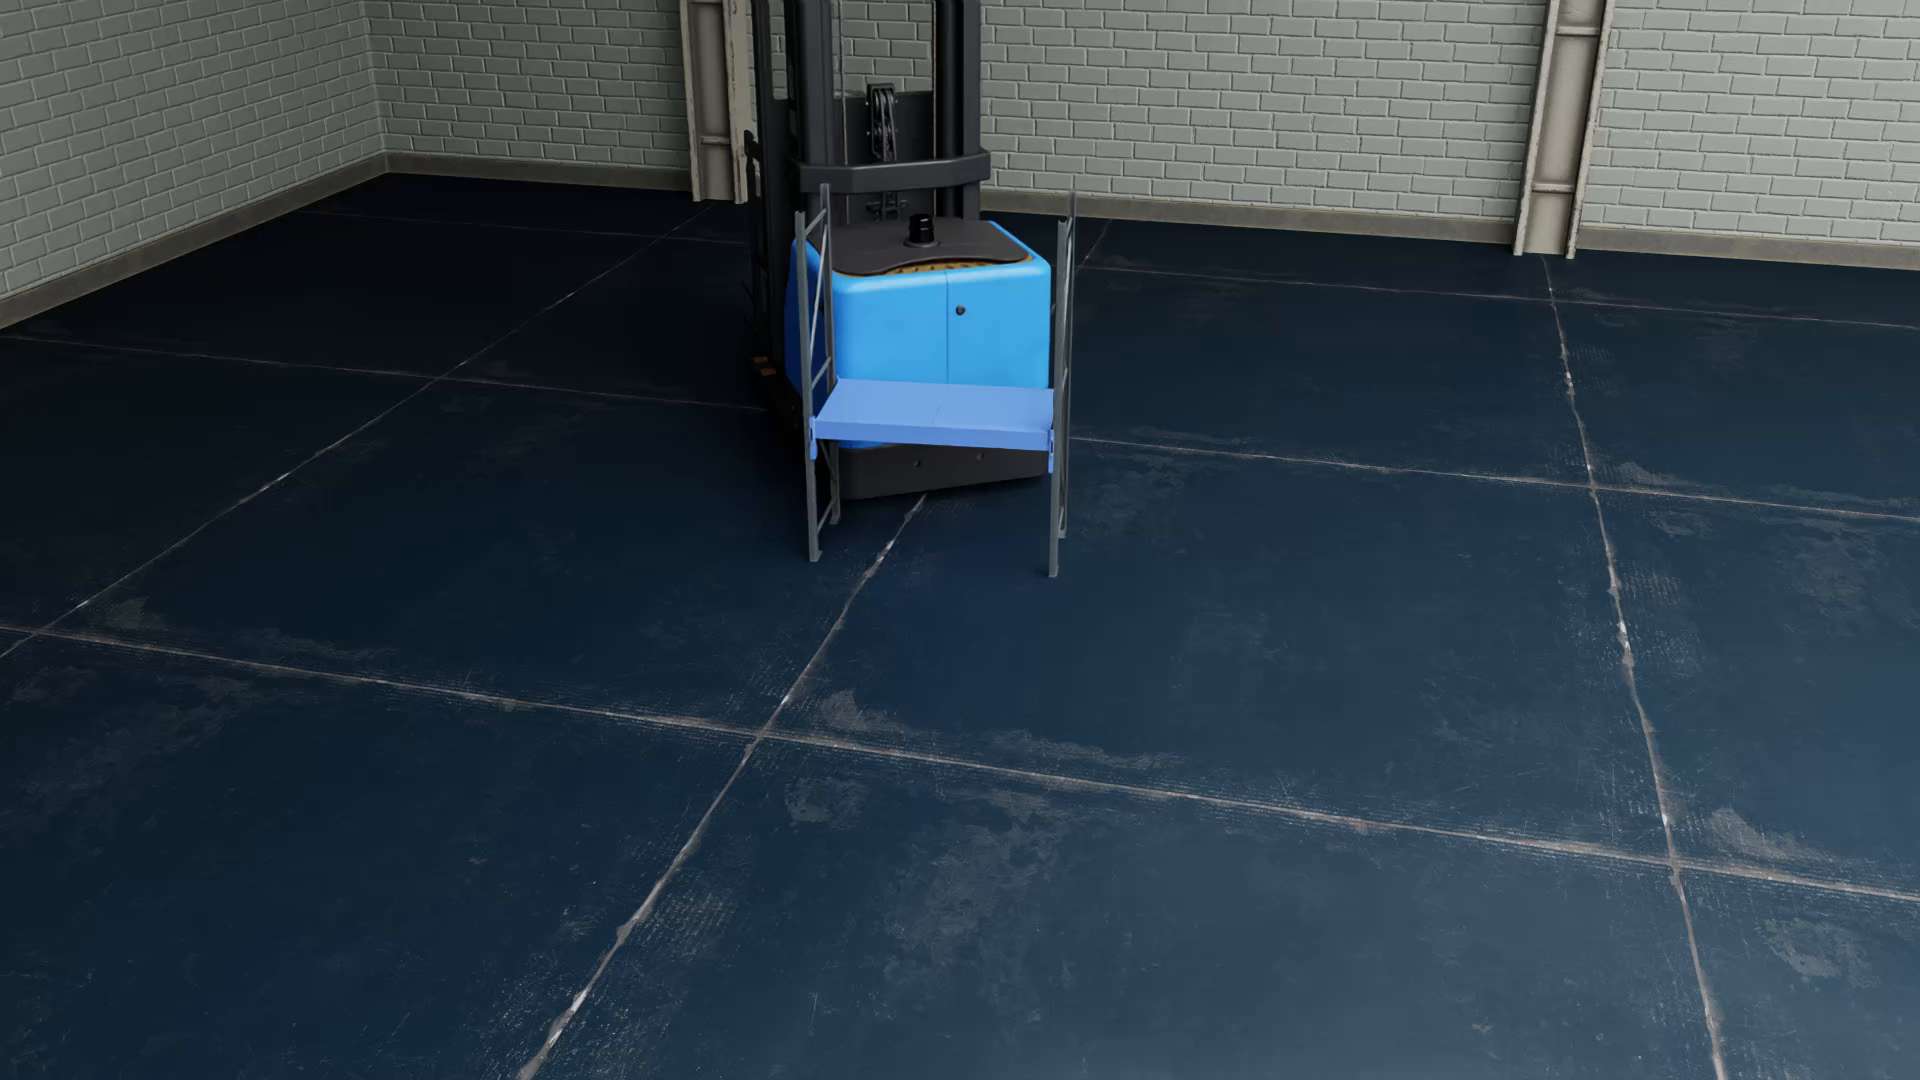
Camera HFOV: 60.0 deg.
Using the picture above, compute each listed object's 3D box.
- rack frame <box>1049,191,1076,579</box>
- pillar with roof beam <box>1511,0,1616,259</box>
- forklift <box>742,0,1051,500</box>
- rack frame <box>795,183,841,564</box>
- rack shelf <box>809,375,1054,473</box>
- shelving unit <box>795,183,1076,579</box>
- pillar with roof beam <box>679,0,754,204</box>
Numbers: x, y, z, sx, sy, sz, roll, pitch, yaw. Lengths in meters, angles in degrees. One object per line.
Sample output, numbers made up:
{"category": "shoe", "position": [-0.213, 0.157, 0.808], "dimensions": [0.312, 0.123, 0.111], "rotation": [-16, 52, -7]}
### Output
{"category": "rack frame", "position": [0.419, -0.624, 6.816], "dimensions": [0.032, 1.500, 0.500], "rotation": [3, 26, 7]}
{"category": "pillar with roof beam", "position": [2.927, -4.257, 5.723], "dimensions": [0.400, 9.000, 9.100], "rotation": [6, 26, 13]}
{"category": "forklift", "position": [-0.517, -2.116, 8.284], "dimensions": [1.130, 2.935, 3.031], "rotation": [-8, 27, -16]}
{"category": "rack frame", "position": [-0.588, -0.685, 6.944], "dimensions": [0.032, 1.500, 0.500], "rotation": [3, 26, 7]}
{"category": "rack shelf", "position": [-0.084, -0.492, 6.957], "dimensions": [1.000, 0.185, 0.538], "rotation": [3, 26, 7]}
{"category": "shelving unit", "position": [-0.084, -0.654, 6.880], "dimensions": [1.048, 1.500, 0.538], "rotation": [3, 26, 7]}
{"category": "pillar with roof beam", "position": [-2.884, -4.899, 7.072], "dimensions": [0.400, 9.000, 9.100], "rotation": [6, 26, 13]}
